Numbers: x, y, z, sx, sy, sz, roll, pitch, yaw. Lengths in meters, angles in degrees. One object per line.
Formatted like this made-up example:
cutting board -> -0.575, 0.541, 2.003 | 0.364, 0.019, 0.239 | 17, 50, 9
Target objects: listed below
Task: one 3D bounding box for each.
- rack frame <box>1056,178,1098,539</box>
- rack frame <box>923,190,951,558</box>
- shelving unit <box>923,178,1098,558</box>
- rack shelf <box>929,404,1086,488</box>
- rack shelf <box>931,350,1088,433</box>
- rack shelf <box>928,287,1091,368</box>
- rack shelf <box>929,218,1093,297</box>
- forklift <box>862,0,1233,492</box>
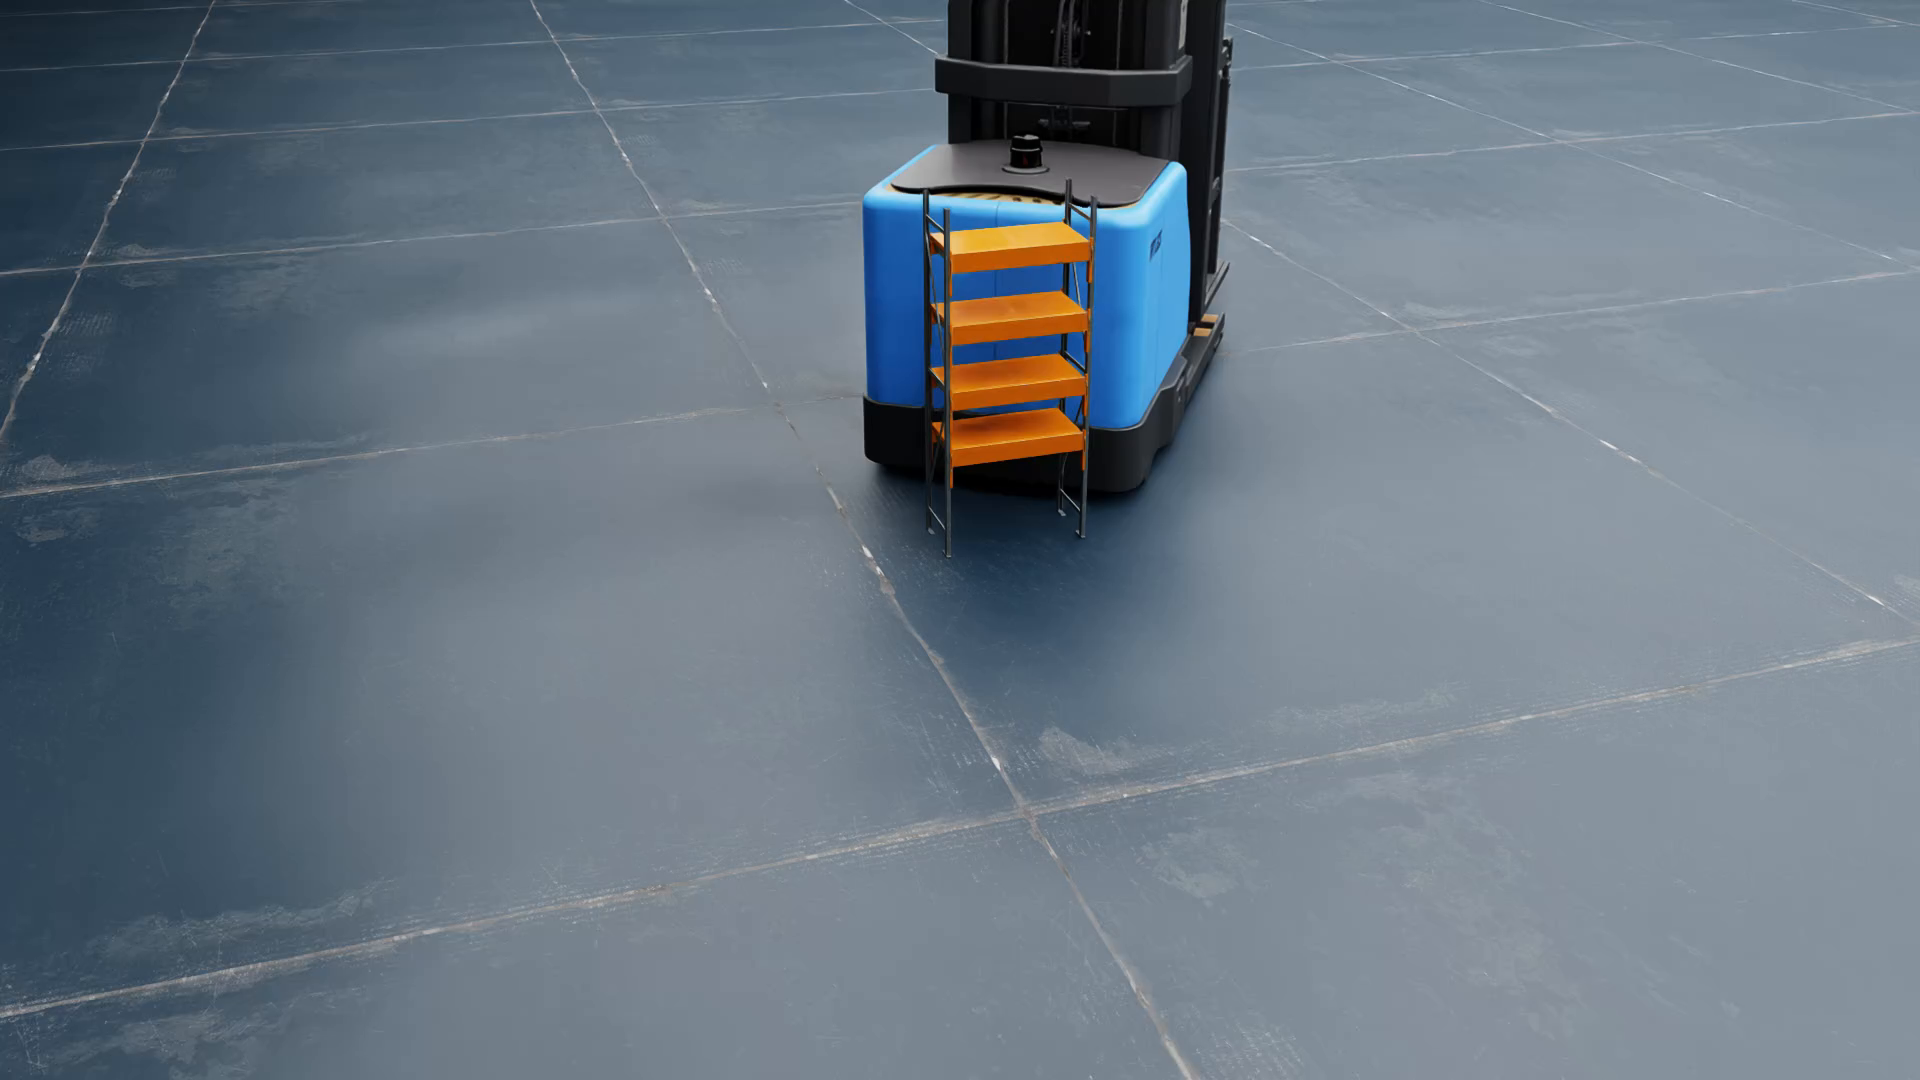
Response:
rack frame -> 0.389, -0.594, 5.597 | 0.015, 1.200, 0.240 | -8, 28, -16
rack frame -> -0.075, -0.527, 5.461 | 0.015, 1.200, 0.240 | -8, 28, -16
shelving unit -> 0.157, -0.560, 5.529 | 0.503, 1.200, 0.258 | -8, 28, -16
rack shelf -> 0.157, -0.322, 5.647 | 0.480, 0.148, 0.258 | -8, 28, -16
rack shelf -> 0.157, -0.500, 5.559 | 0.480, 0.148, 0.258 | -8, 28, -16
rack shelf -> 0.157, -0.700, 5.460 | 0.480, 0.148, 0.258 | -8, 28, -16
rack shelf -> 0.157, -0.912, 5.354 | 0.480, 0.148, 0.258 | -8, 28, -16
forklift -> 0.558, -2.119, 6.722 | 1.130, 2.935, 3.031 | 8, 27, 15
